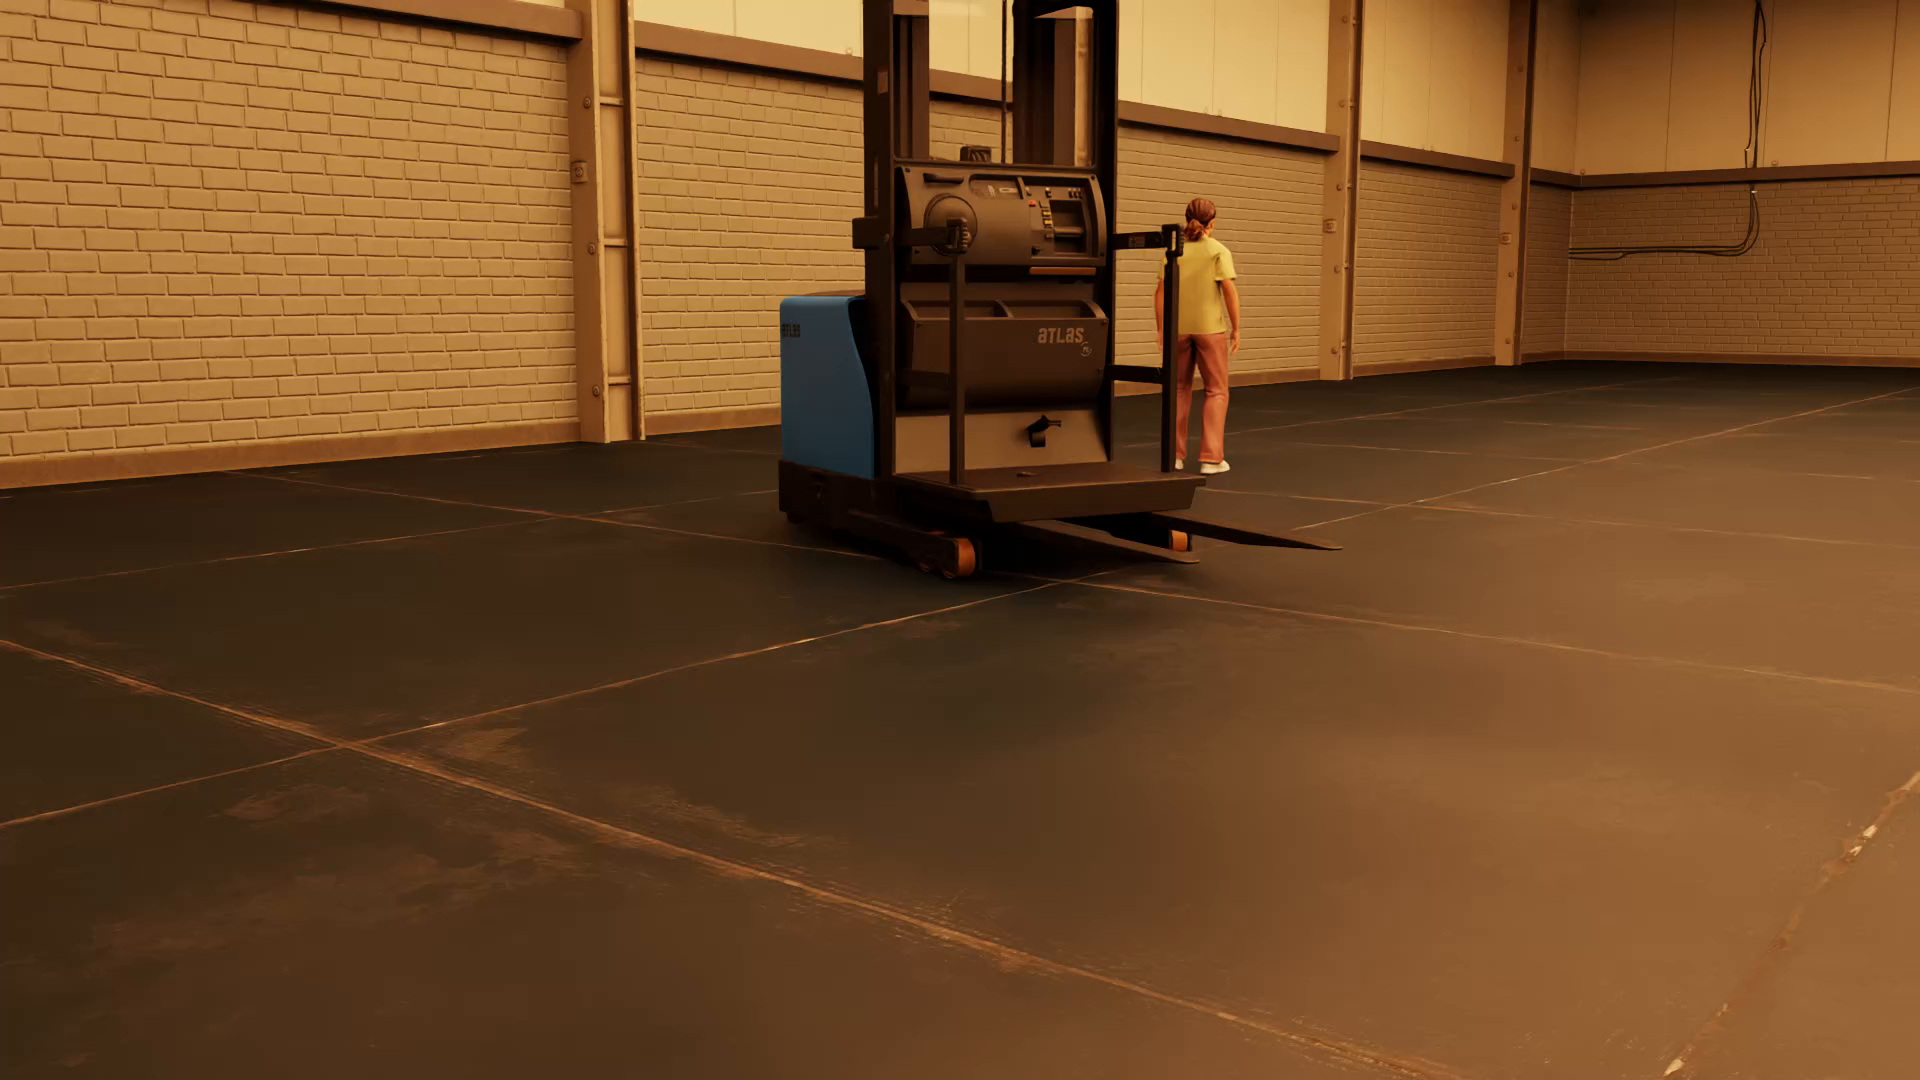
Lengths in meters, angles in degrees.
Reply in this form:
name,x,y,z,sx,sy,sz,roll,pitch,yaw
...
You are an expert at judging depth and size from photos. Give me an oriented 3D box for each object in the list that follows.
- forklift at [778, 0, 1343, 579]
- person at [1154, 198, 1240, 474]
name,x,y,z,sx,sy,sz,roll,pitch,yaw
forklift,0.294,-1.373,6.664,1.130,2.935,3.031,-5,9,-28
person,1.478,-1.245,10.216,0.525,1.684,0.412,4,9,28
